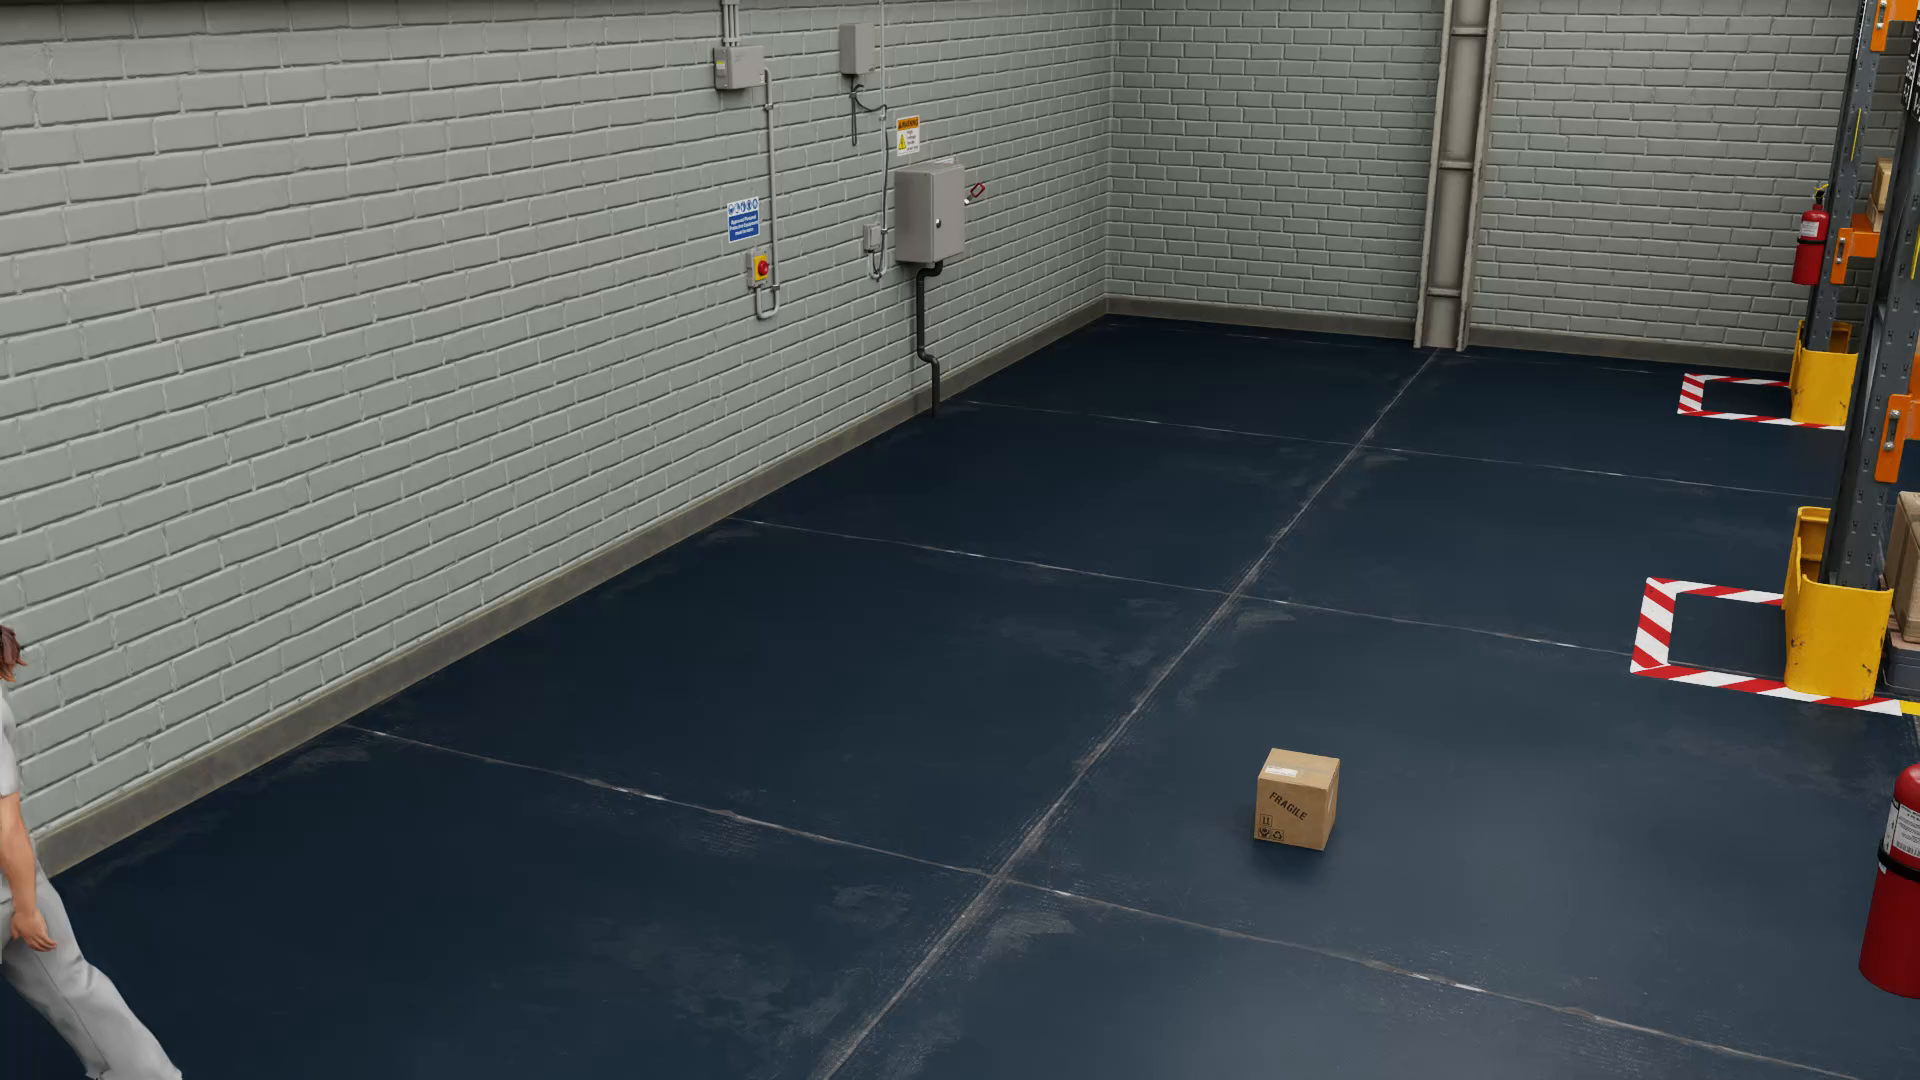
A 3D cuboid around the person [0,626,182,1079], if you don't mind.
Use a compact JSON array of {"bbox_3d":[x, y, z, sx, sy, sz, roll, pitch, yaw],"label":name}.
[{"bbox_3d":[-2.512,0.862,4.058,0.937,1.619,0.446,-10,21,-26],"label":"person"}]
